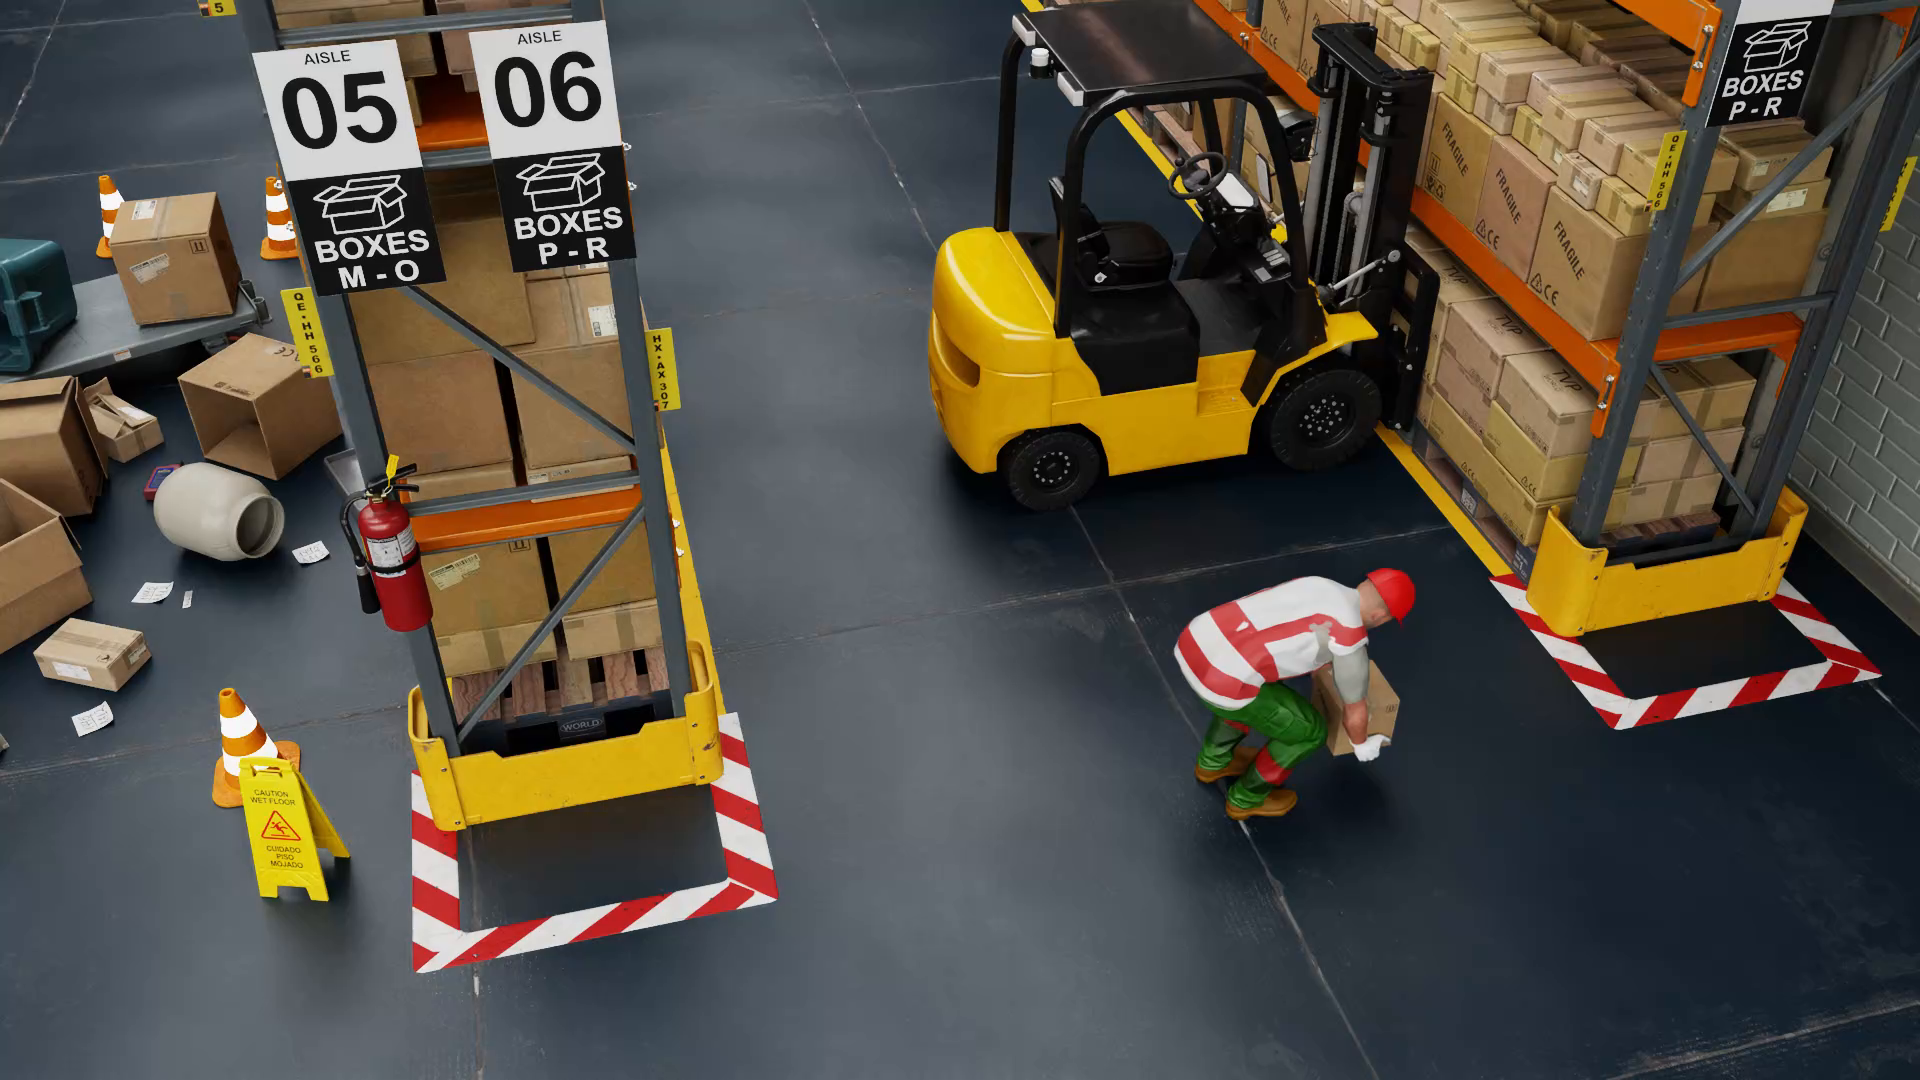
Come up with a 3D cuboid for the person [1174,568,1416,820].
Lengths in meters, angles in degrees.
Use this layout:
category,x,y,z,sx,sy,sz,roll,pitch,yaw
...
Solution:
category,x,y,z,sx,sy,sz,roll,pitch,yaw
person,1.299,0.598,6.557,0.958,1.013,0.530,-11,39,-14
